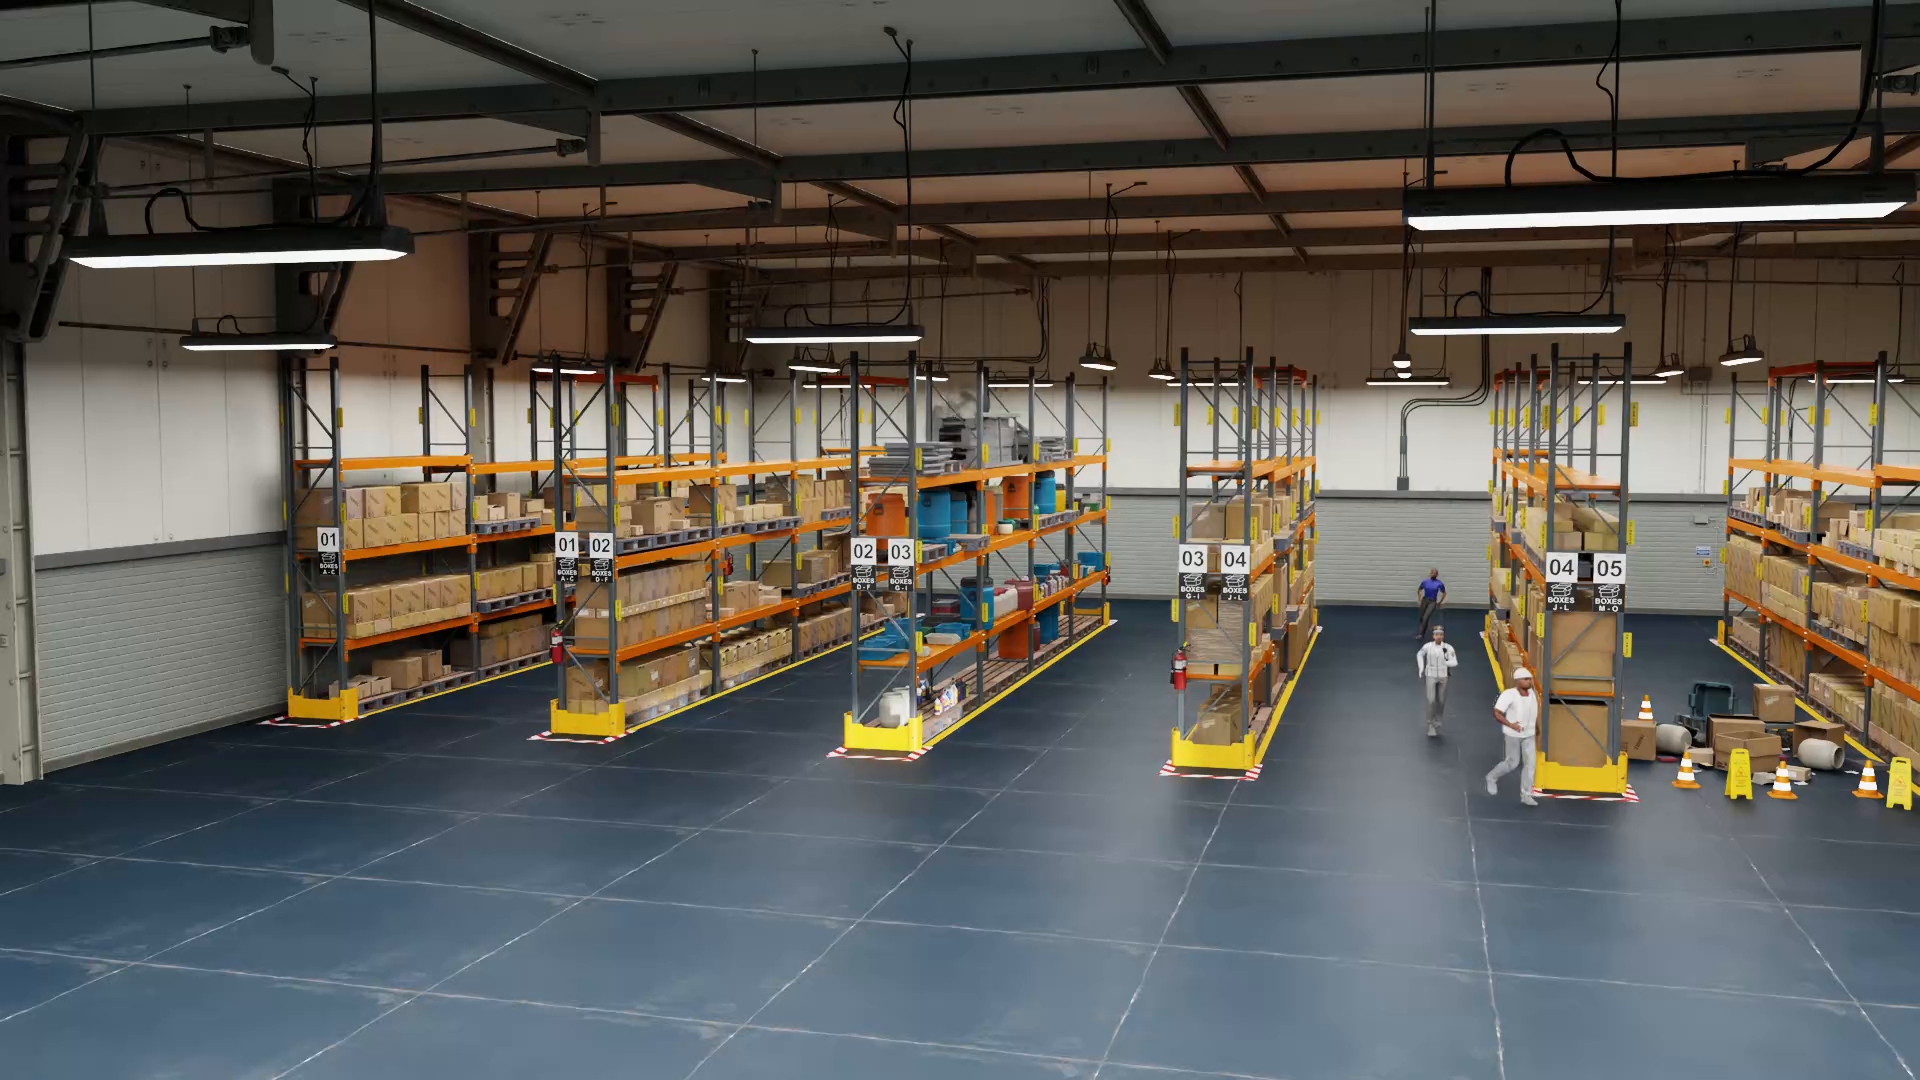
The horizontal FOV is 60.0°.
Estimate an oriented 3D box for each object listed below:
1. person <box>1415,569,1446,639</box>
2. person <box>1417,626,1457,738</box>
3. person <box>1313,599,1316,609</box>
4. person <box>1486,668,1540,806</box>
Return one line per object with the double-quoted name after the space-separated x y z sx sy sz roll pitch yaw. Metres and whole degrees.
10.678 1.441 37.690 0.628 1.591 0.705 2 5 28 "person"
7.563 2.212 26.356 0.589 1.737 0.800 1 4 11 "person"
8.310 1.251 40.276 0.529 1.614 0.597 3 5 34 "person"
7.270 2.532 21.668 0.753 1.755 0.891 -2 5 -26 "person"
